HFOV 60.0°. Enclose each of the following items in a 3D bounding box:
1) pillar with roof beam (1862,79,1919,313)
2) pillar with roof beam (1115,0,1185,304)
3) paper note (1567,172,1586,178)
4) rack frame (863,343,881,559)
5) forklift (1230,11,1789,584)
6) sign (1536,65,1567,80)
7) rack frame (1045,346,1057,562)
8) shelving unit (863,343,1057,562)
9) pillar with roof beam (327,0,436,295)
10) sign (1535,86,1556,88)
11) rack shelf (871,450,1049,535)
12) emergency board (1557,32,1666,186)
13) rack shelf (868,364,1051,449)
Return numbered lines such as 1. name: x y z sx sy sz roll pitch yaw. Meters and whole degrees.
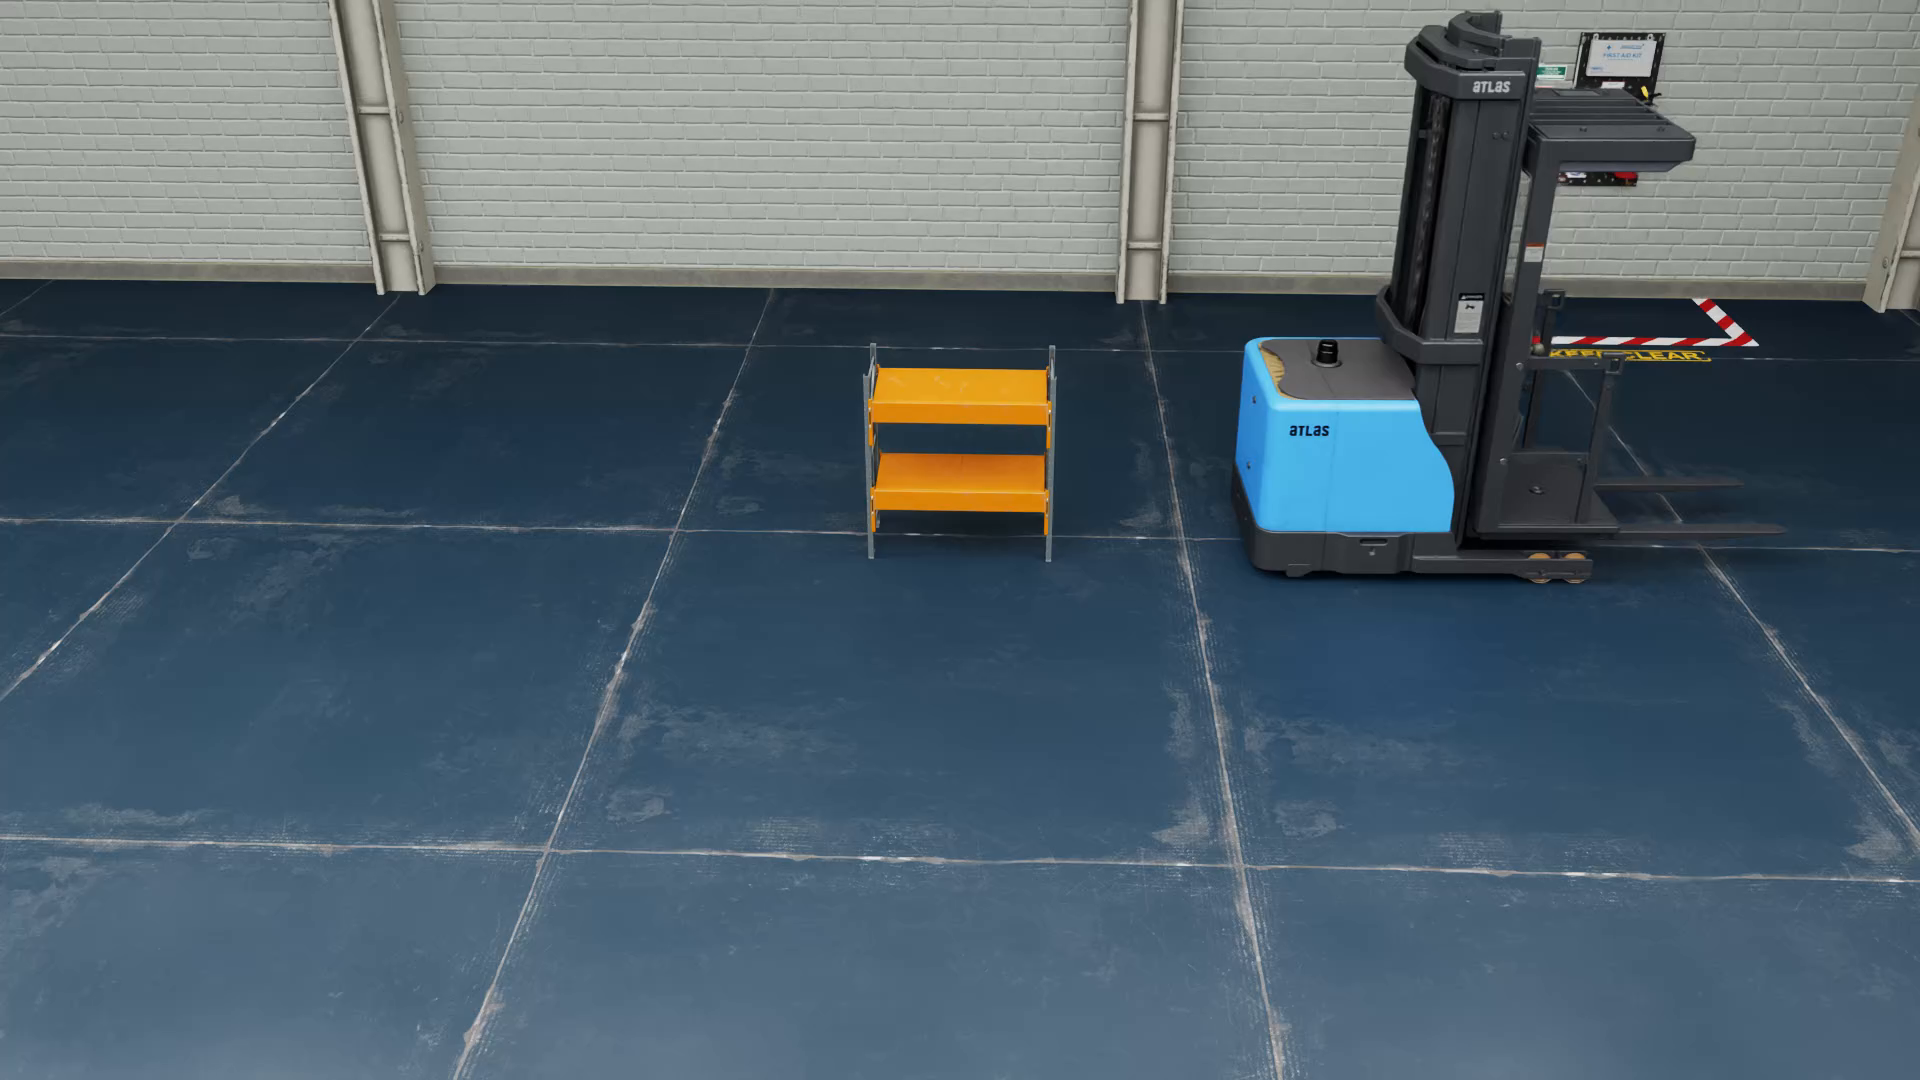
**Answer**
1. pillar with roof beam: 7.305 -3.829 7.365 0.400 9.000 9.100 1 28 2
2. pillar with roof beam: 1.309 -3.928 7.552 0.400 9.000 9.100 1 28 2
3. paper note: 4.814 -2.898 12.955 0.142 0.148 0.016 1 28 2
4. rack frame: -0.501 -0.505 9.502 0.032 1.125 0.500 1 28 2
5. forklift: 3.155 -1.303 9.079 3.031 2.935 1.130 0 28 0
6. sign: 4.444 -3.555 12.650 0.331 0.109 0.001 1 28 2
7. rack frame: 0.515 -0.488 9.470 0.032 1.125 0.500 1 28 2
8. shelving unit: 0.007 -0.497 9.486 1.048 1.125 0.538 1 28 2
9. pillar with roof beam: -4.687 -4.027 7.739 0.400 9.000 9.100 1 28 2
10. sign: 4.440 -3.325 12.782 0.234 0.329 0.001 1 28 2
11. rack shelf: 0.007 -0.281 9.601 1.000 0.278 0.538 1 28 2
12. emergency board: 4.989 -3.252 12.682 0.643 1.169 0.194 1 28 2
13. rack shelf: 0.007 -0.755 9.349 1.000 0.278 0.538 1 28 2
